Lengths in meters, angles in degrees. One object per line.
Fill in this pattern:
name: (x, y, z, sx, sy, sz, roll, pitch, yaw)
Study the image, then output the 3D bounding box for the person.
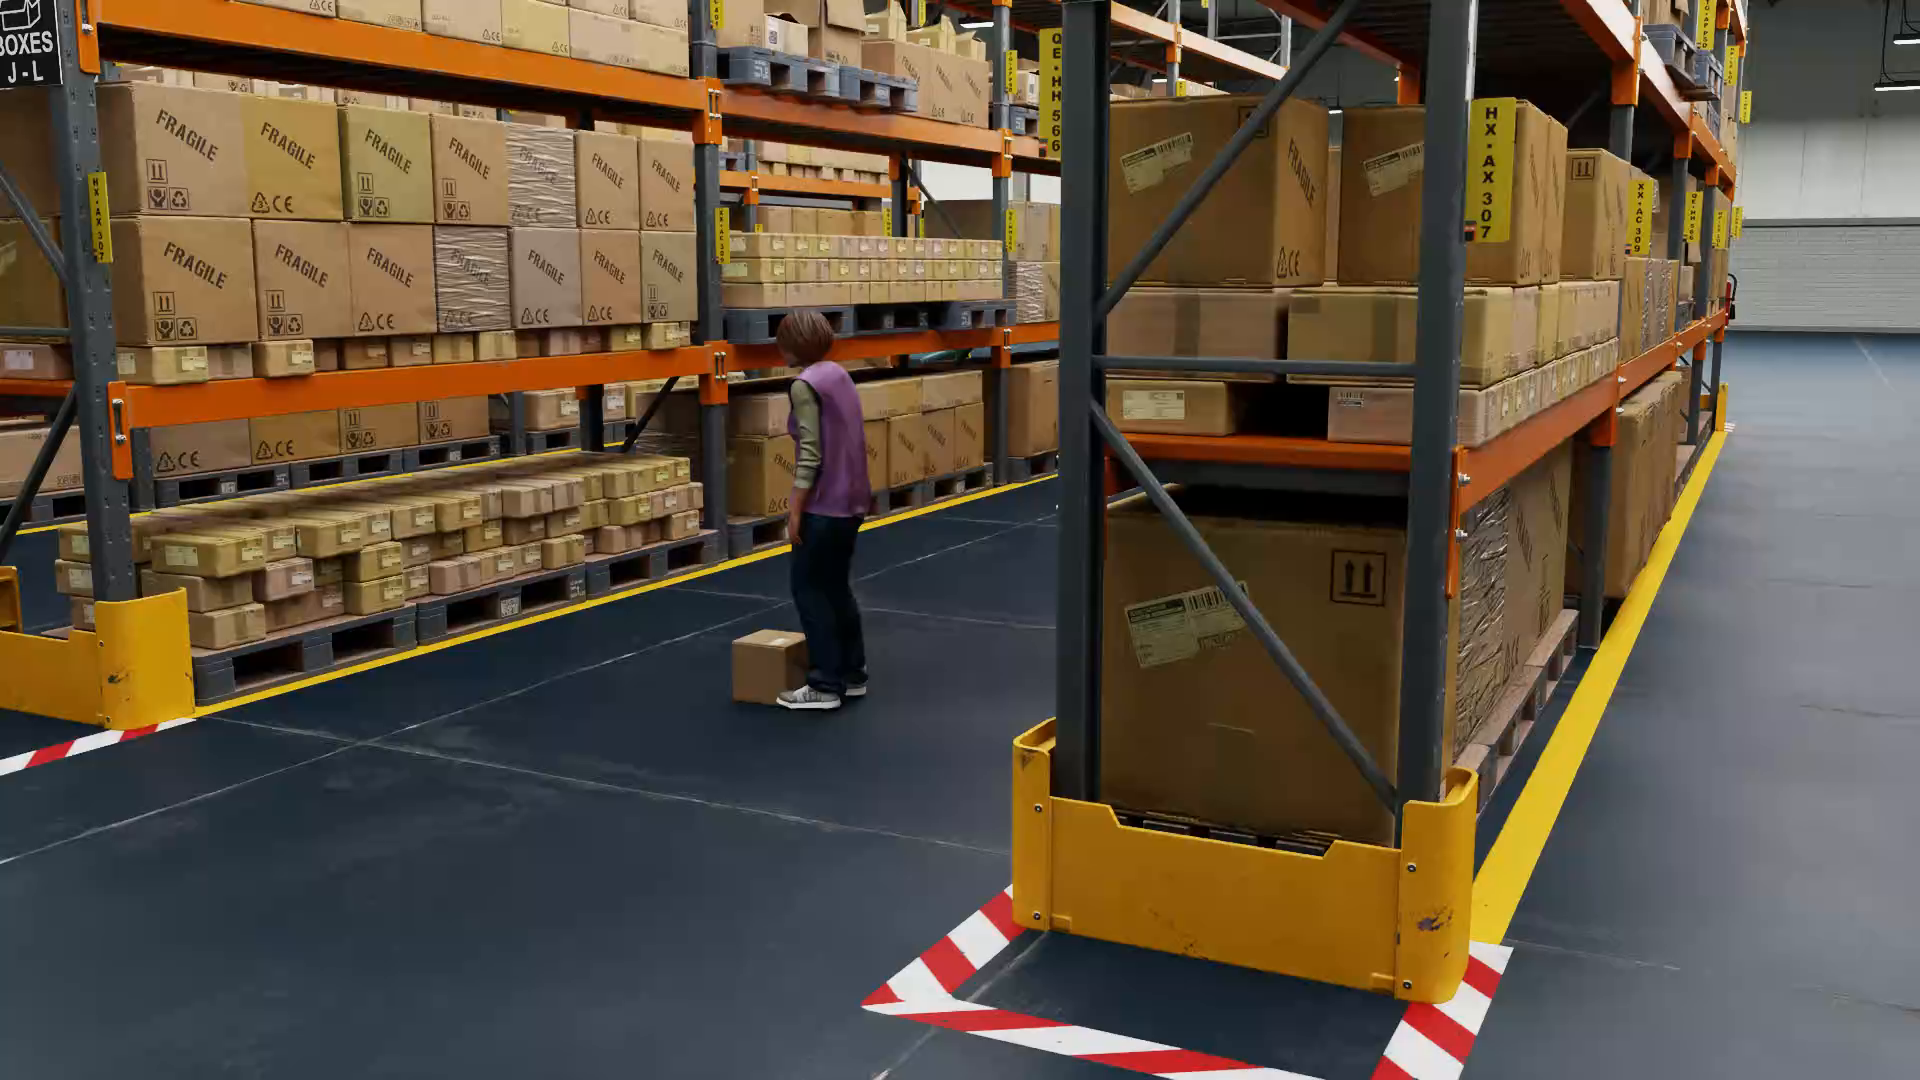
person: (-0.542, -0.120, 6.644, 0.346, 1.592, 0.484, 4, 10, 22)
